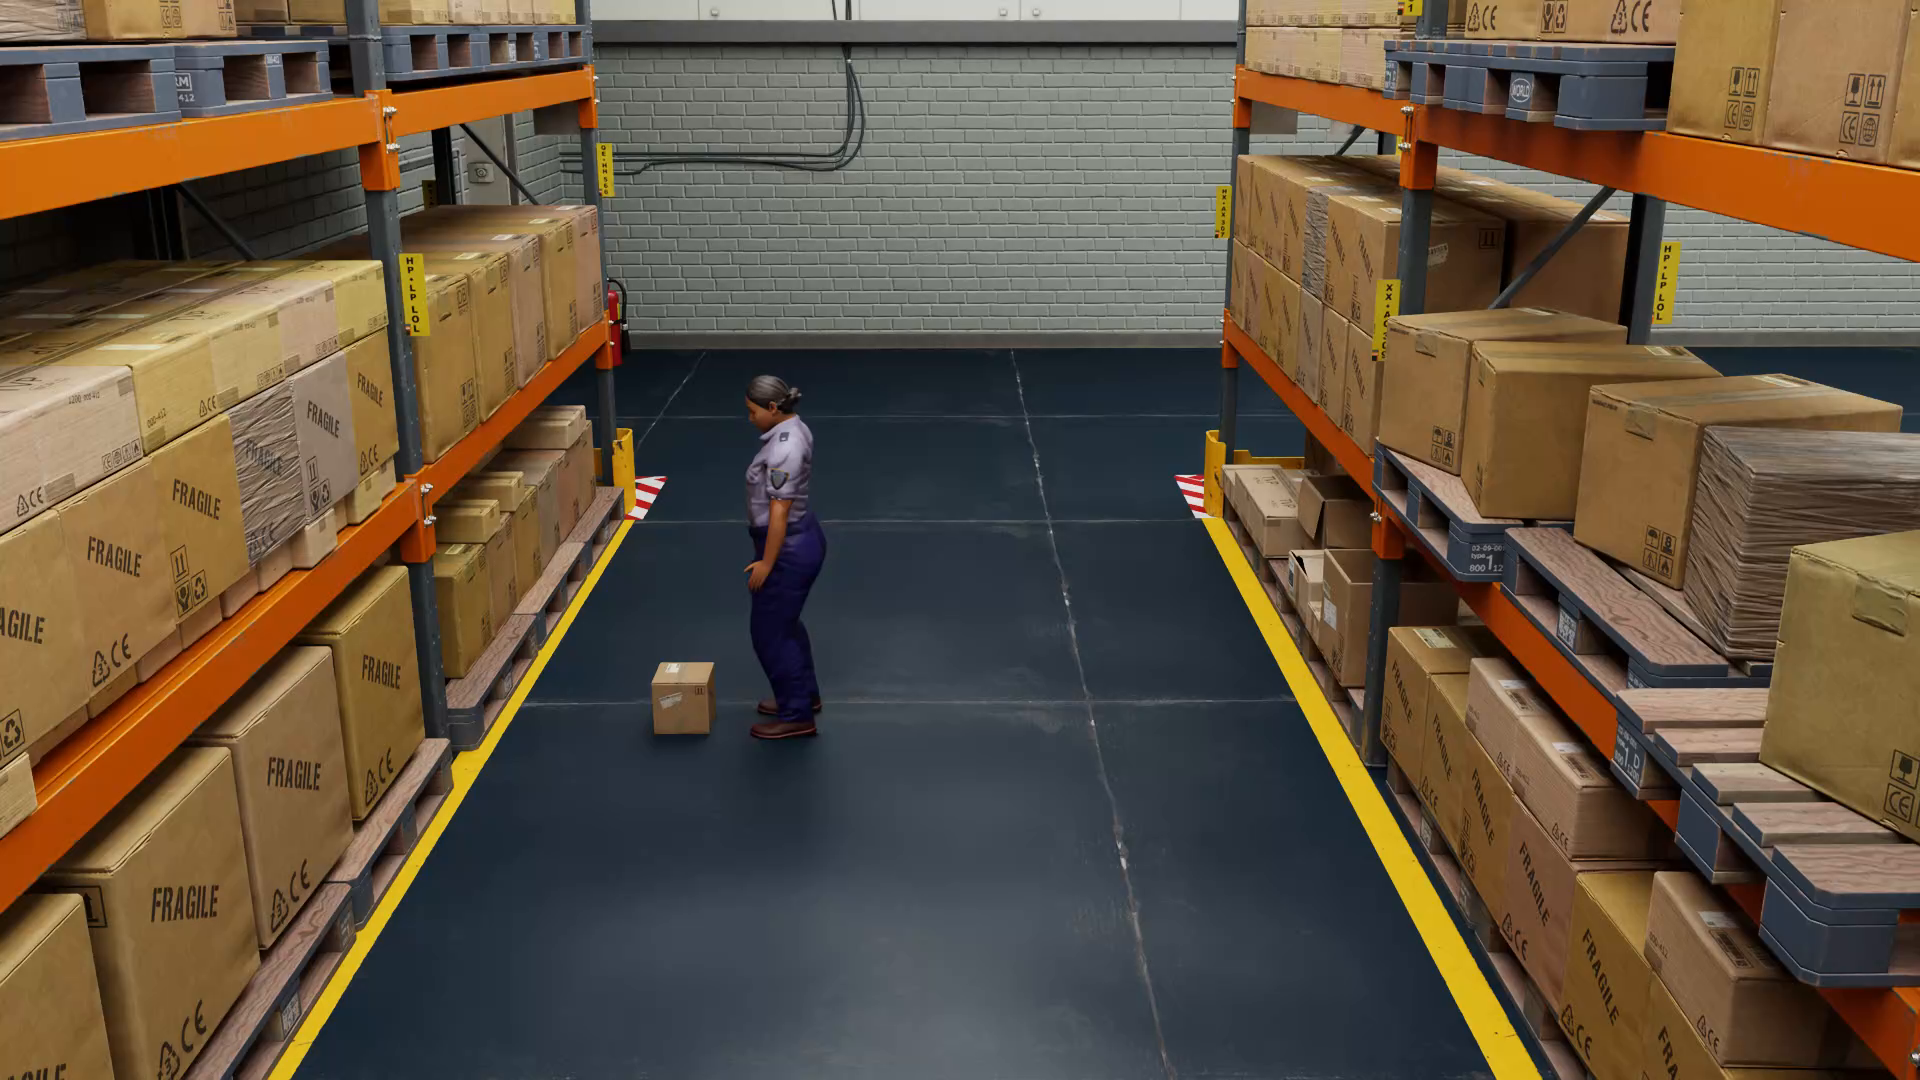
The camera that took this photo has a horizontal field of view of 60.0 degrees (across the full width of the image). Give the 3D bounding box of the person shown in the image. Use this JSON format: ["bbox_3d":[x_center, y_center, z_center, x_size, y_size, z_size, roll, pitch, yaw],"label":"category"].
[{"bbox_3d":[-0.776,0.072,7.380,0.347,1.634,0.480,0,17,0],"label":"person"}]
